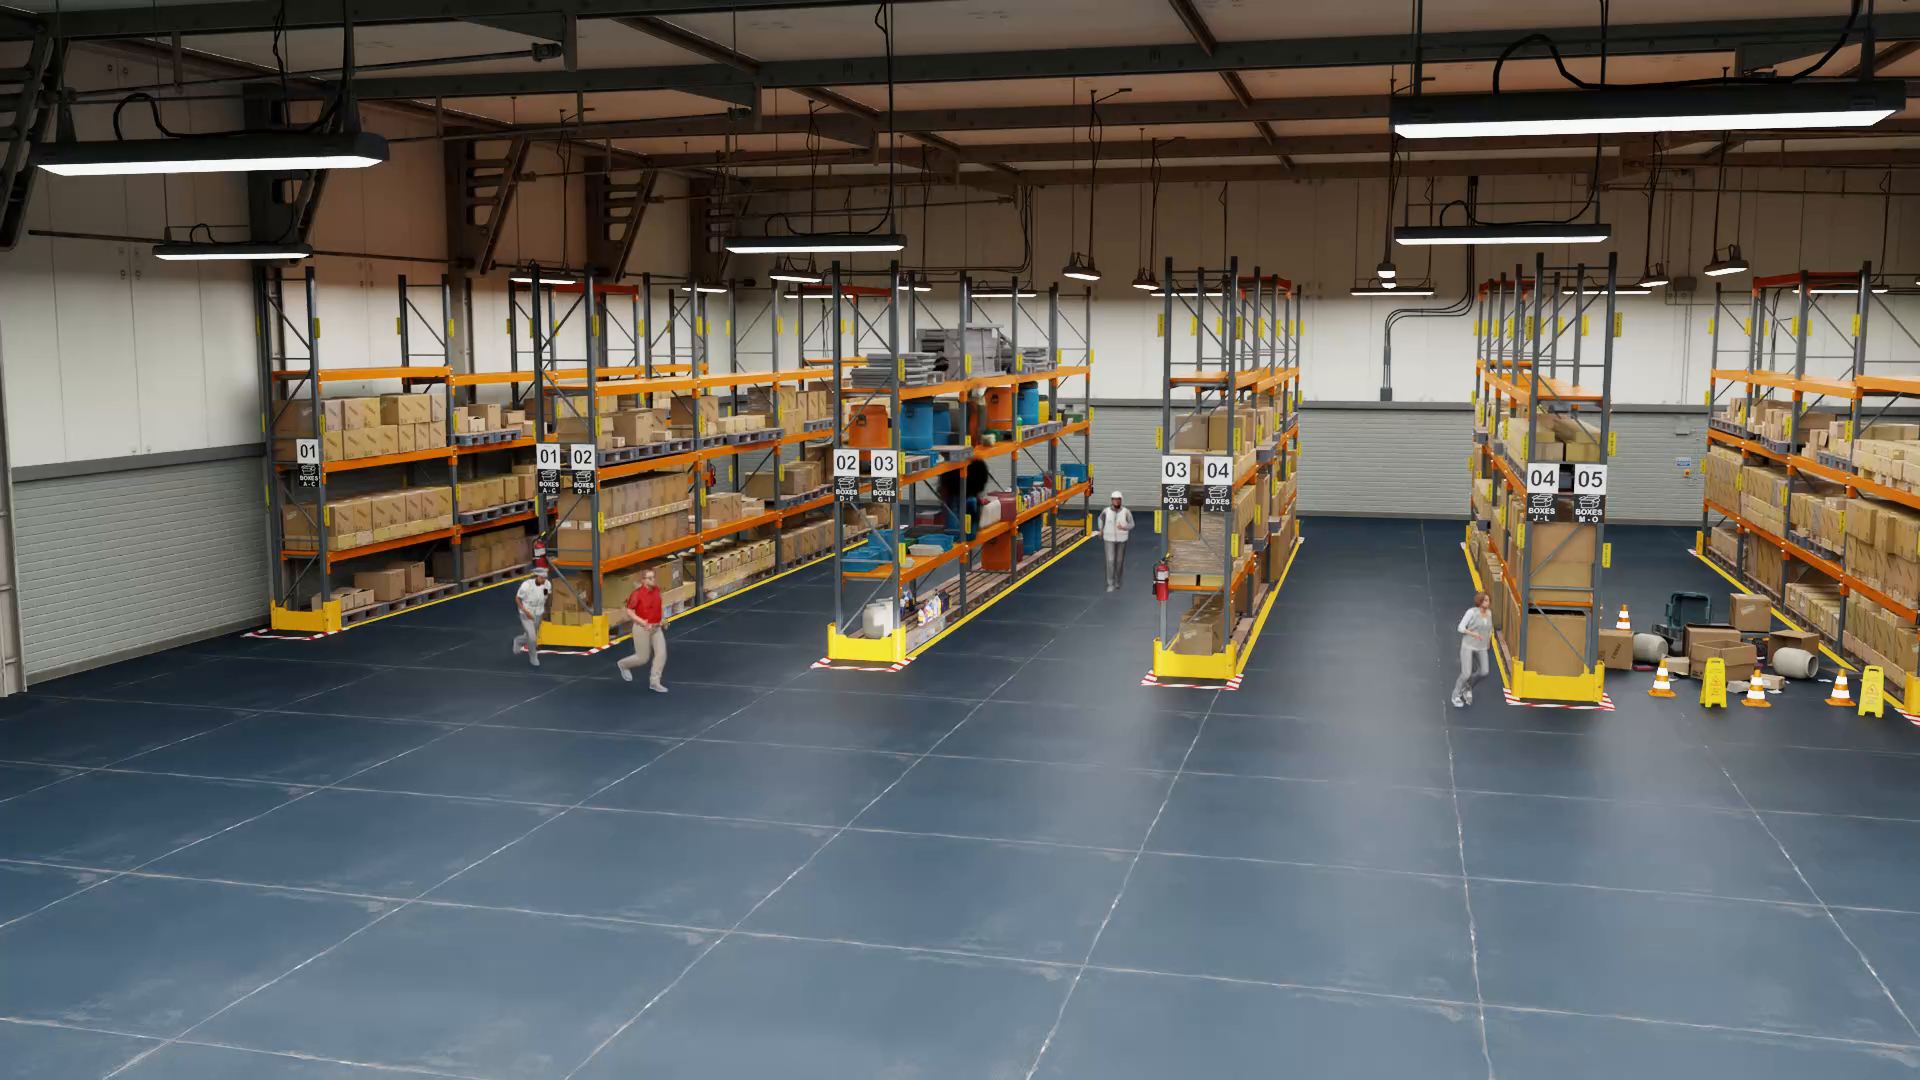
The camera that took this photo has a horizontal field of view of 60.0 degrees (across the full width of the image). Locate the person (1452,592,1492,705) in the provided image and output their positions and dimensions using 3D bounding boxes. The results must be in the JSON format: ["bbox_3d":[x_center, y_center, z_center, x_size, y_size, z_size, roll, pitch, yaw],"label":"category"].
[{"bbox_3d":[6.876,1.456,22.052,0.543,1.521,0.542,-1,7,-10],"label":"person"}]

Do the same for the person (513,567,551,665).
[{"bbox_3d":[-6.438,1.125,24.975,0.572,1.516,0.951,-6,10,-40],"label":"person"}]

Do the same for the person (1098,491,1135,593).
[{"bbox_3d":[2.809,0.019,29.911,0.657,1.804,0.820,1,7,4],"label":"person"}]

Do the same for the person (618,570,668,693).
[{"bbox_3d":[-4.386,1.248,23.099,0.831,1.700,0.656,6,9,38],"label":"person"}]
